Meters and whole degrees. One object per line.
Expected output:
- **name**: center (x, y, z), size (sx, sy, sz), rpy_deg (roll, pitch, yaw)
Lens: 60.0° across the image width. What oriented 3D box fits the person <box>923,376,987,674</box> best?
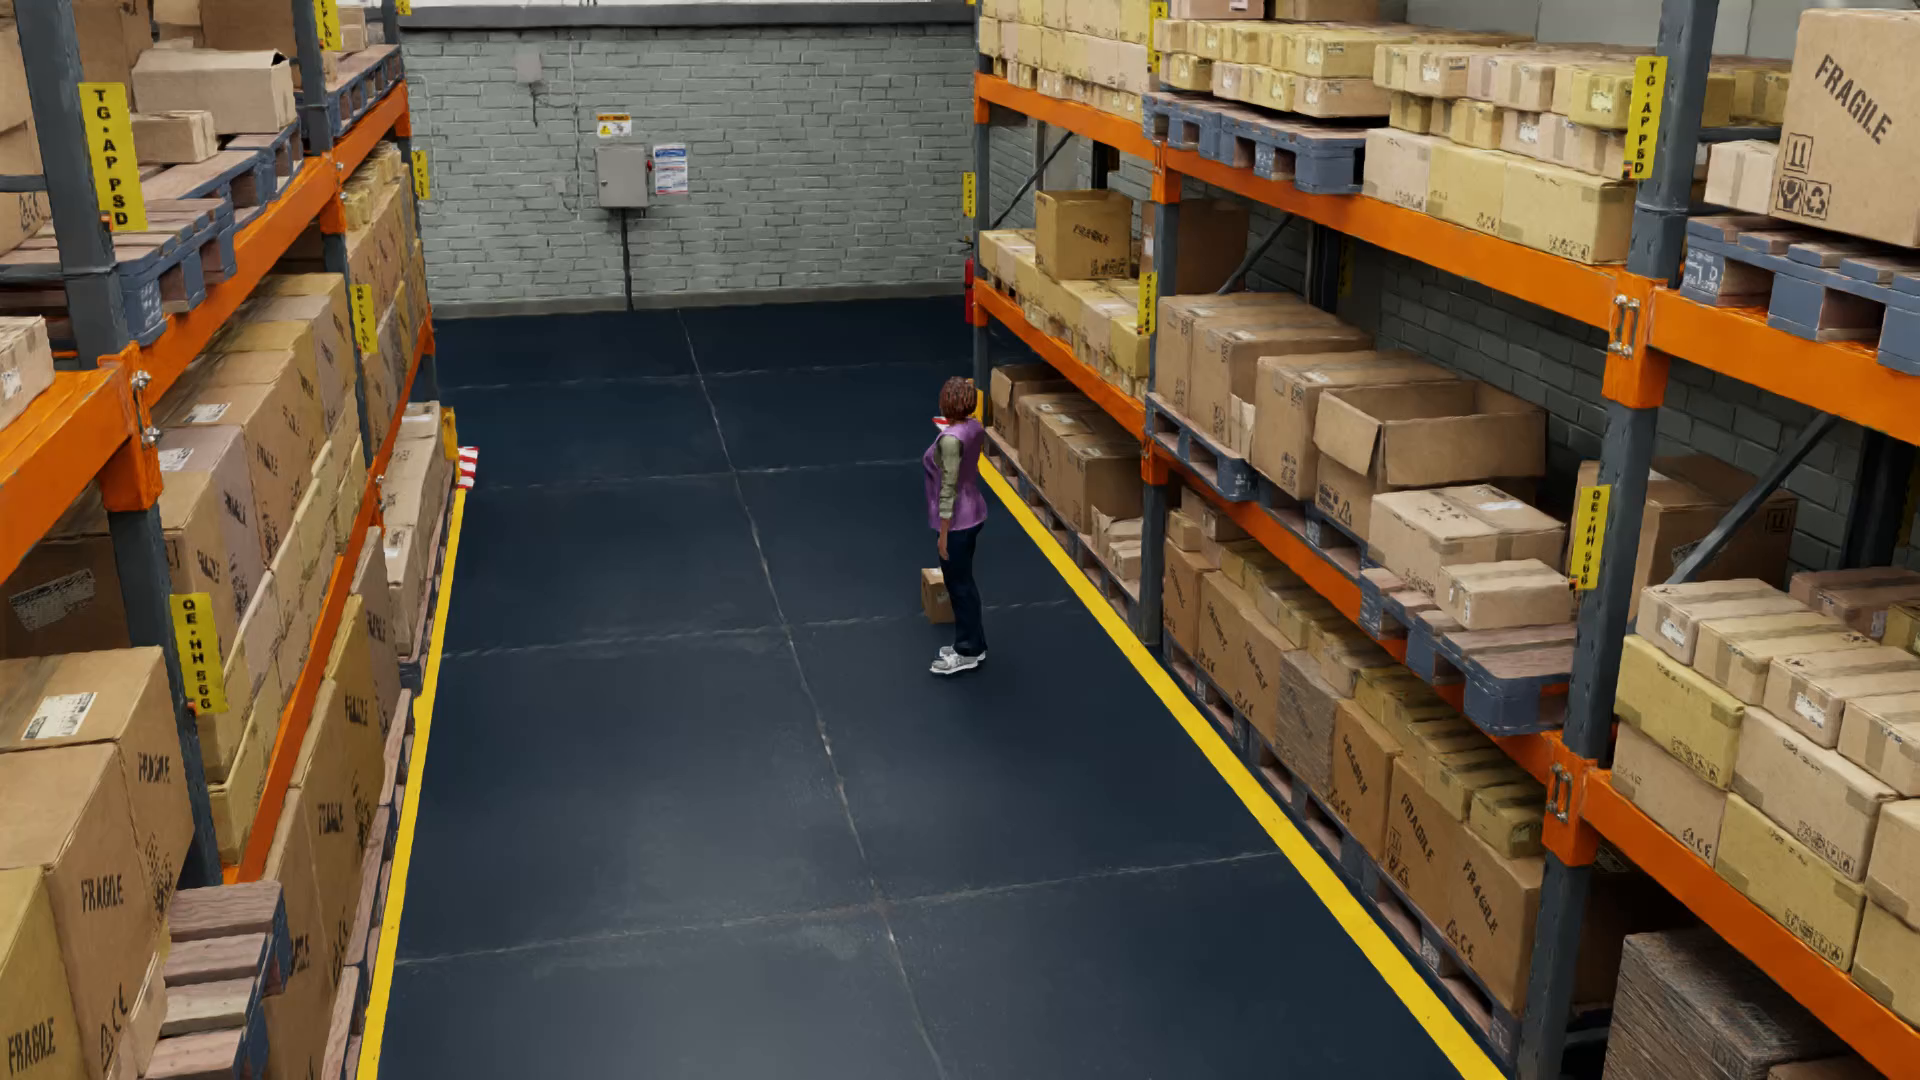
- **person**: center (-0.016, -0.082, 8.762), size (0.326, 1.599, 0.465), rpy_deg (6, 21, 16)
